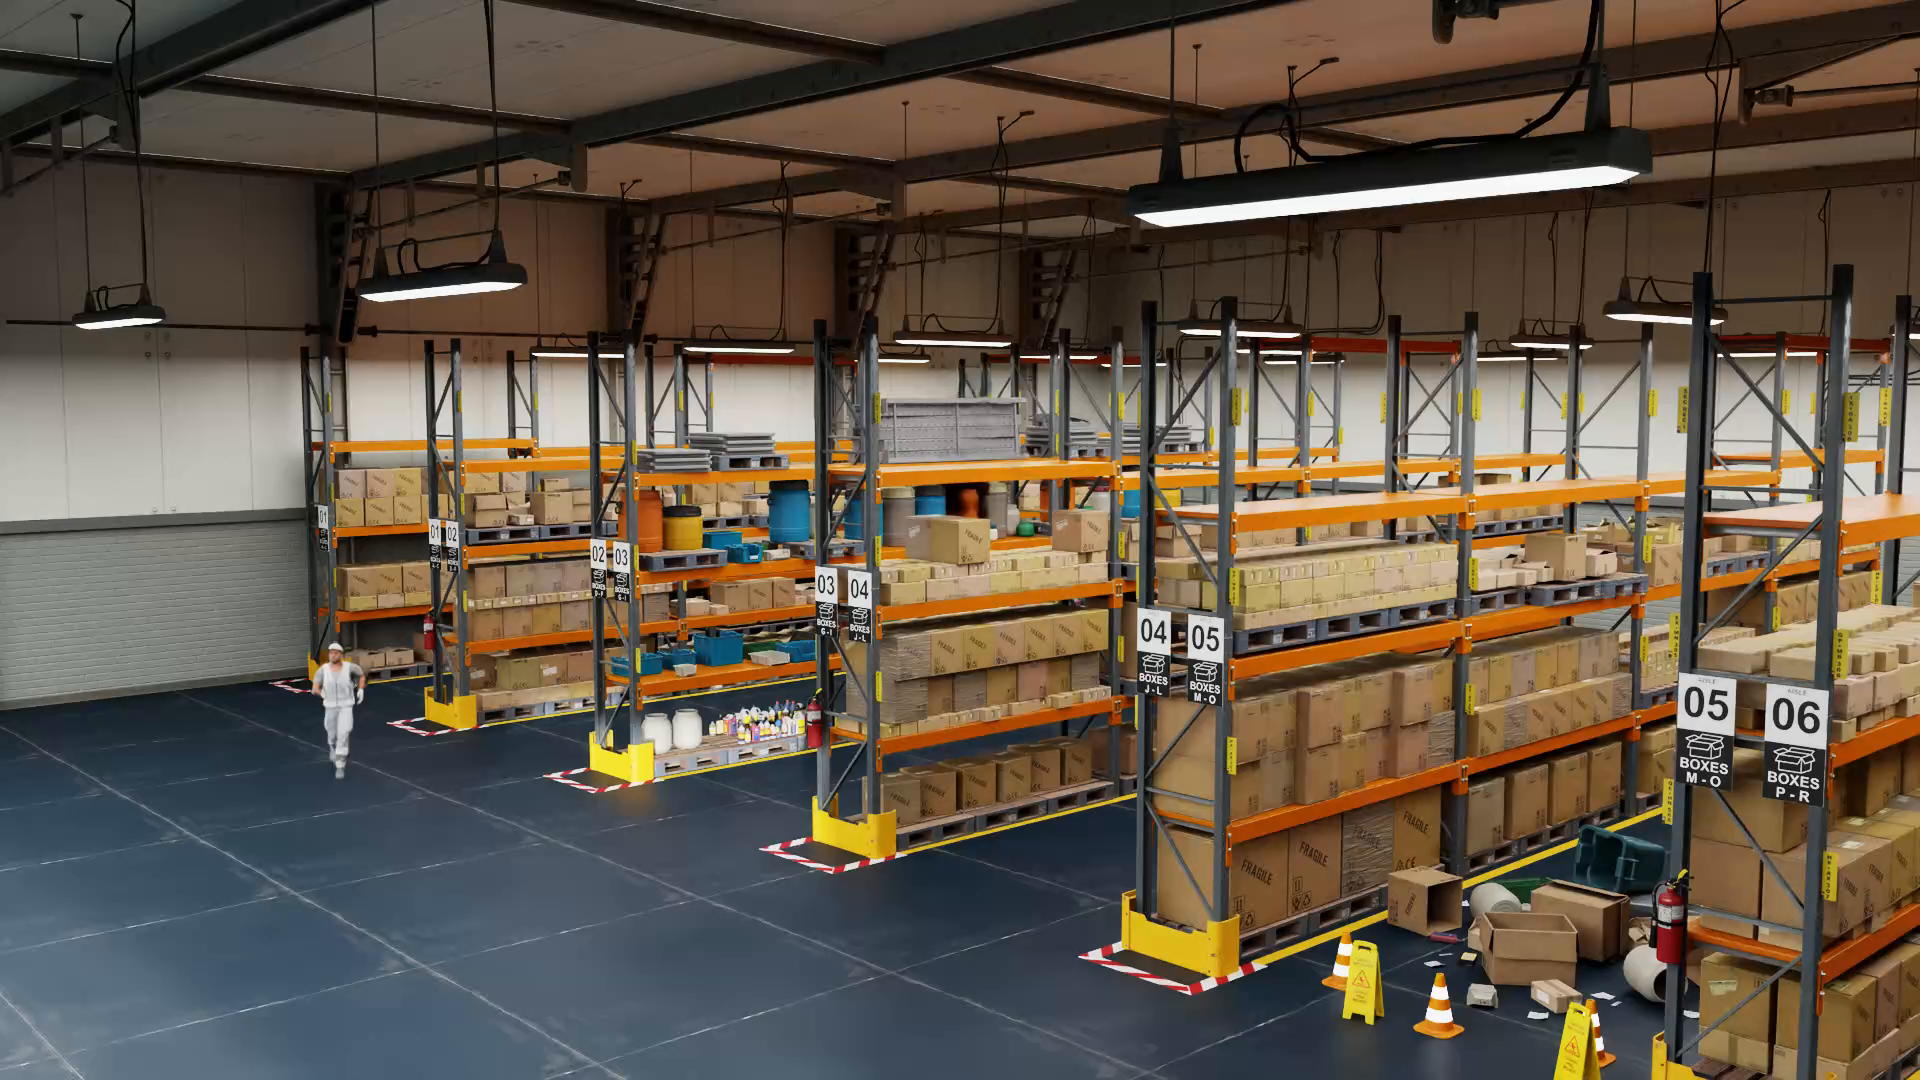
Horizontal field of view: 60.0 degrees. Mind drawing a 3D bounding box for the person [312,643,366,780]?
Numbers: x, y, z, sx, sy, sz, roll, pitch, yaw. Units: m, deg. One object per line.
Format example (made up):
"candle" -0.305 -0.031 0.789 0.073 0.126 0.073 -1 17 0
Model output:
"person" -8.449 2.282 22.645 0.669 1.794 0.991 -1 5 -12
